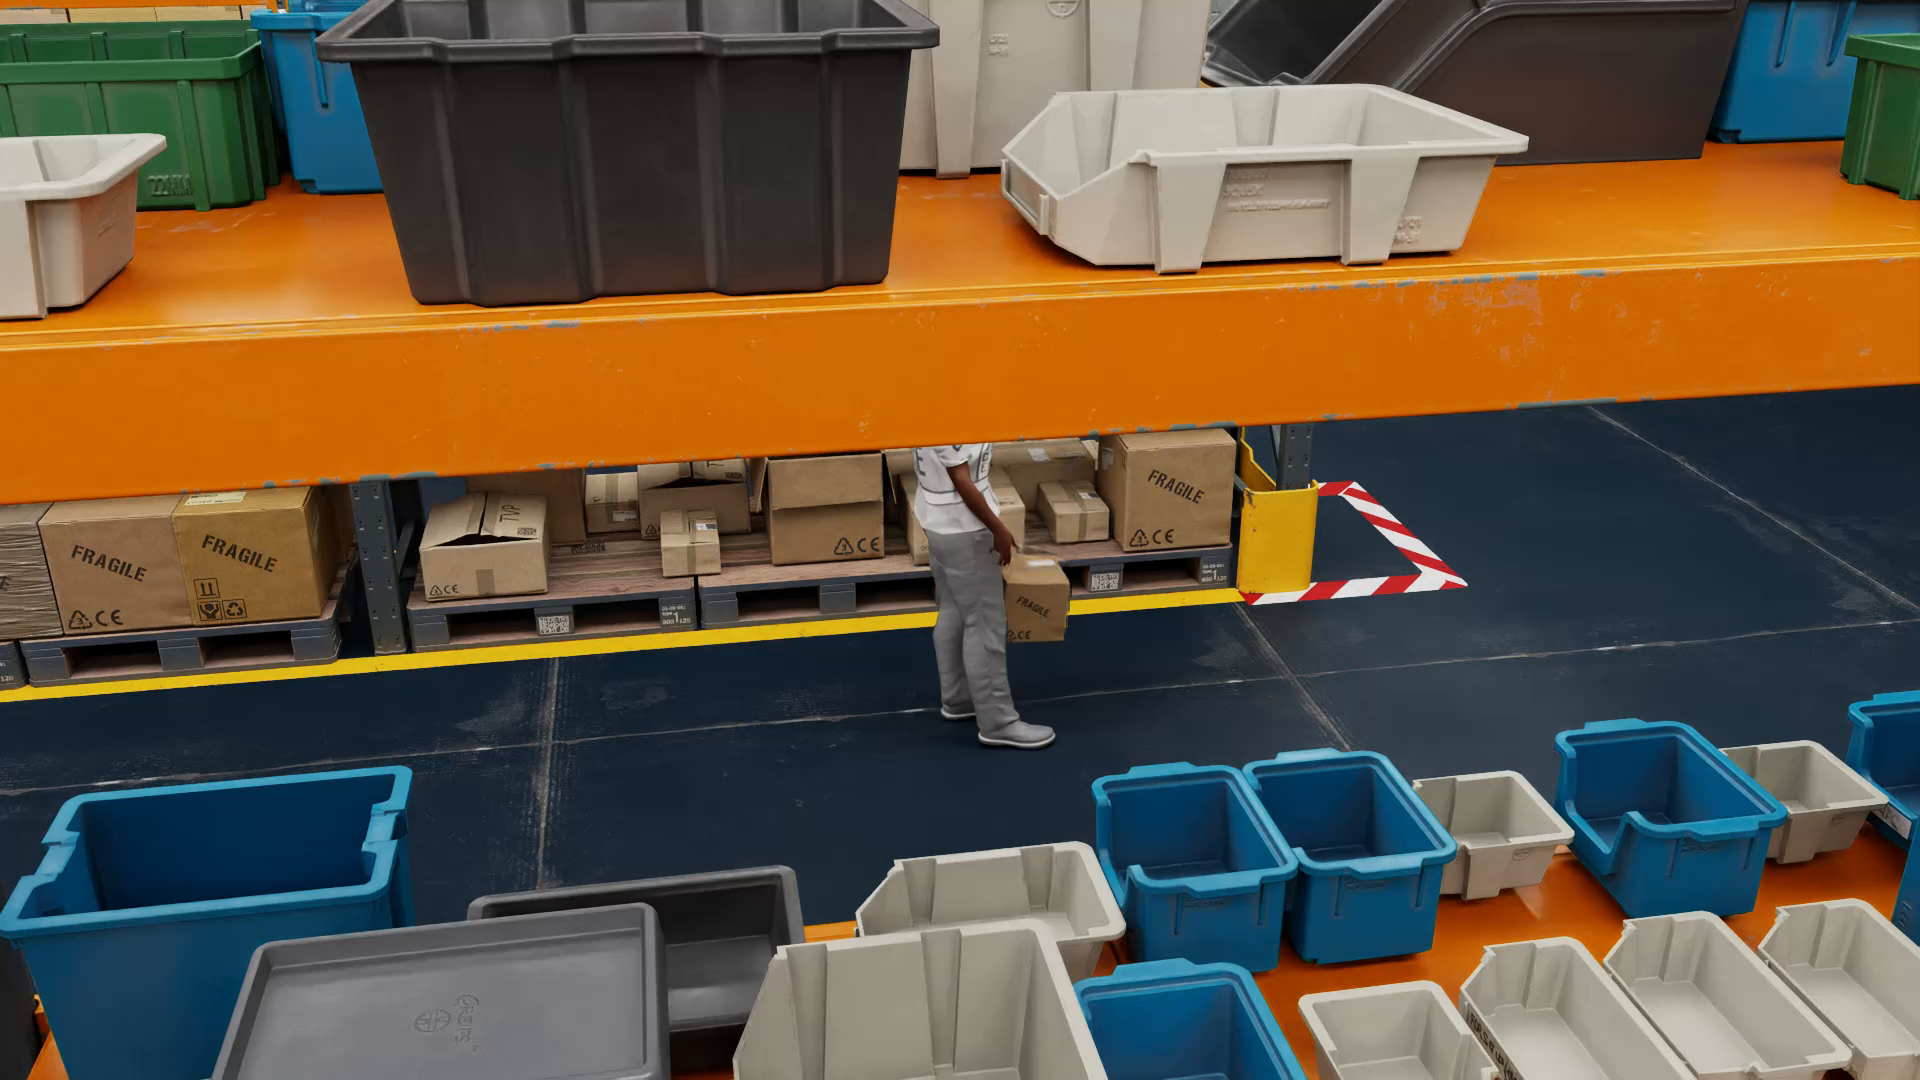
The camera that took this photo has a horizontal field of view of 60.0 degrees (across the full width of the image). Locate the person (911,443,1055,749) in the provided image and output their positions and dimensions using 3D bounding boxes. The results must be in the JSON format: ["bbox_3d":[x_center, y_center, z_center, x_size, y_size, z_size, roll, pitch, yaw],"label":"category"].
[{"bbox_3d":[0.066,-0.074,6.202,0.528,1.698,0.547,-4,24,-10],"label":"person"}]
